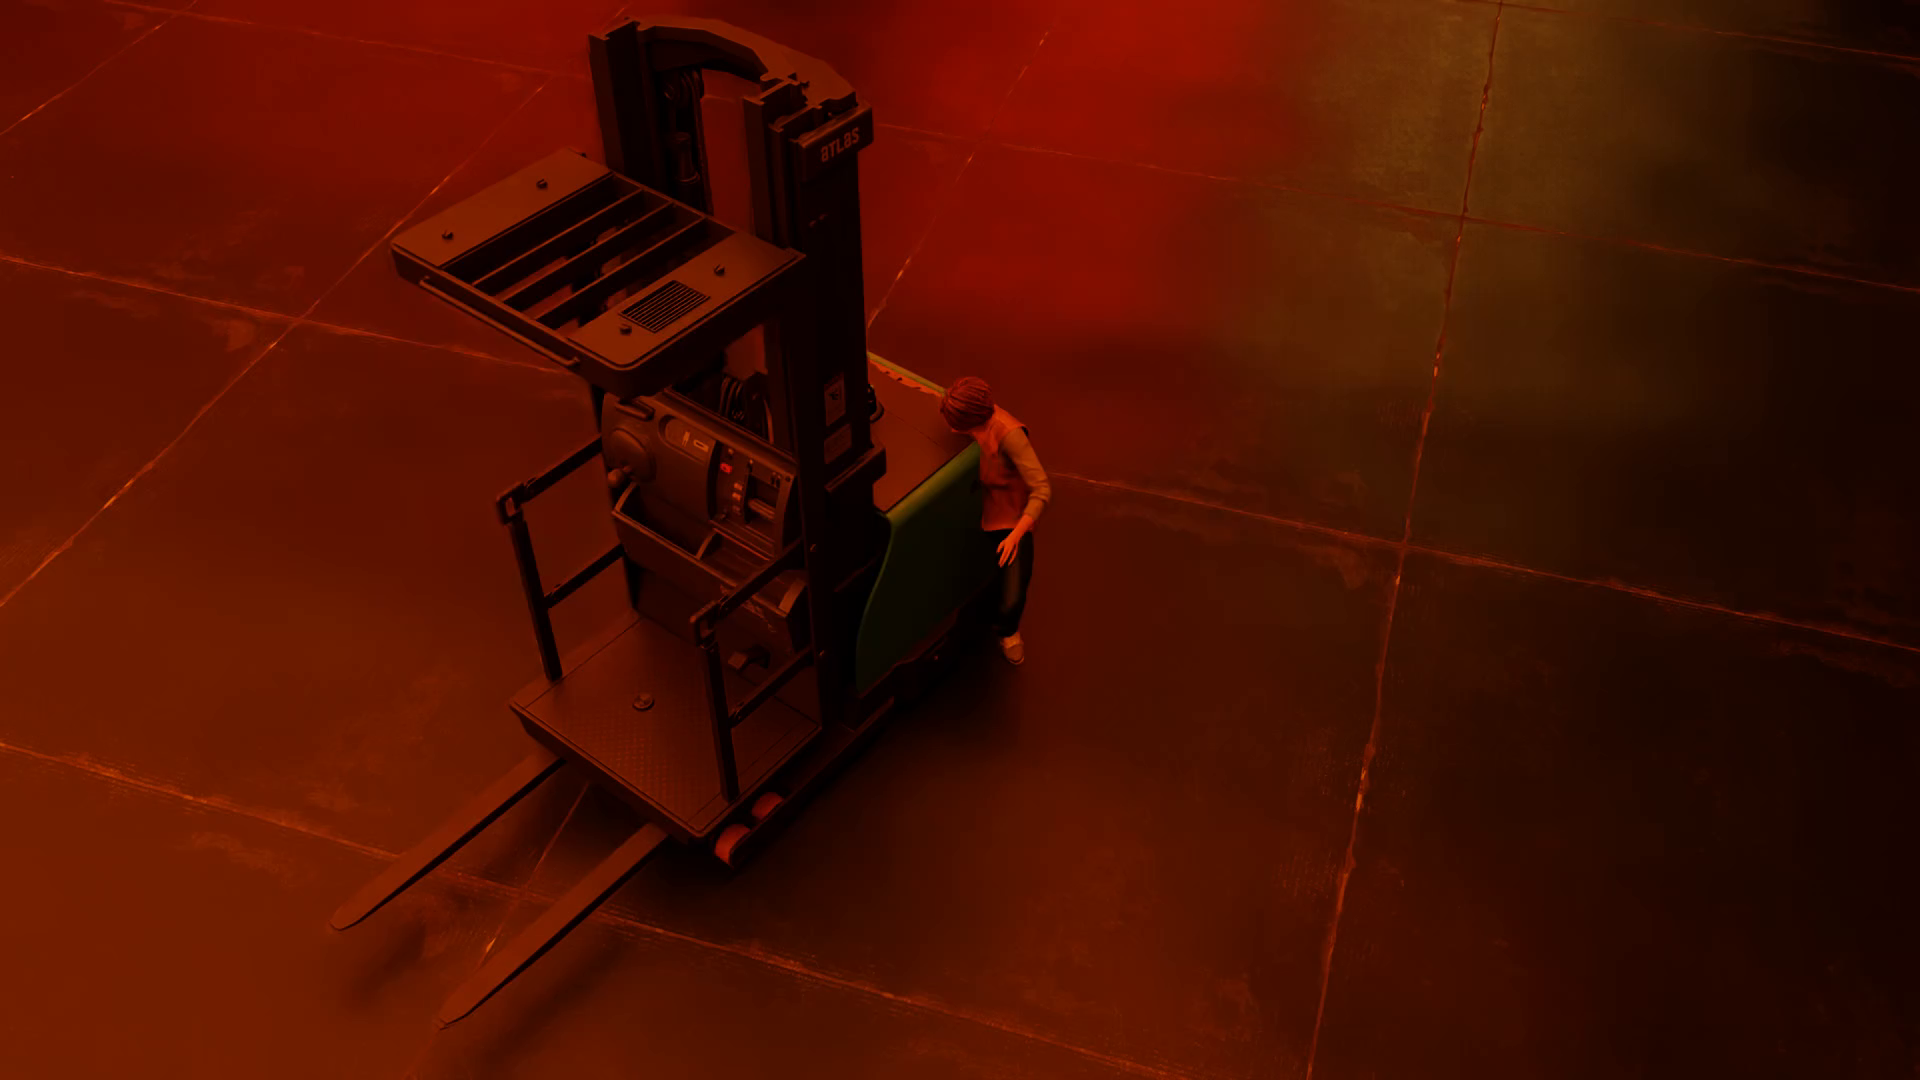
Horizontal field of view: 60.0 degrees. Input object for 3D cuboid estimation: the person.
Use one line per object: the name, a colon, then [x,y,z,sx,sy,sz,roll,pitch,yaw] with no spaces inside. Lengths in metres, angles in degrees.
person: [0.054,-0.208,6.652,0.706,0.802,0.658,31,51,29]

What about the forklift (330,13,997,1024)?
forklift: [-1.087,-0.193,5.896,1.130,2.935,3.031,28,50,27]
